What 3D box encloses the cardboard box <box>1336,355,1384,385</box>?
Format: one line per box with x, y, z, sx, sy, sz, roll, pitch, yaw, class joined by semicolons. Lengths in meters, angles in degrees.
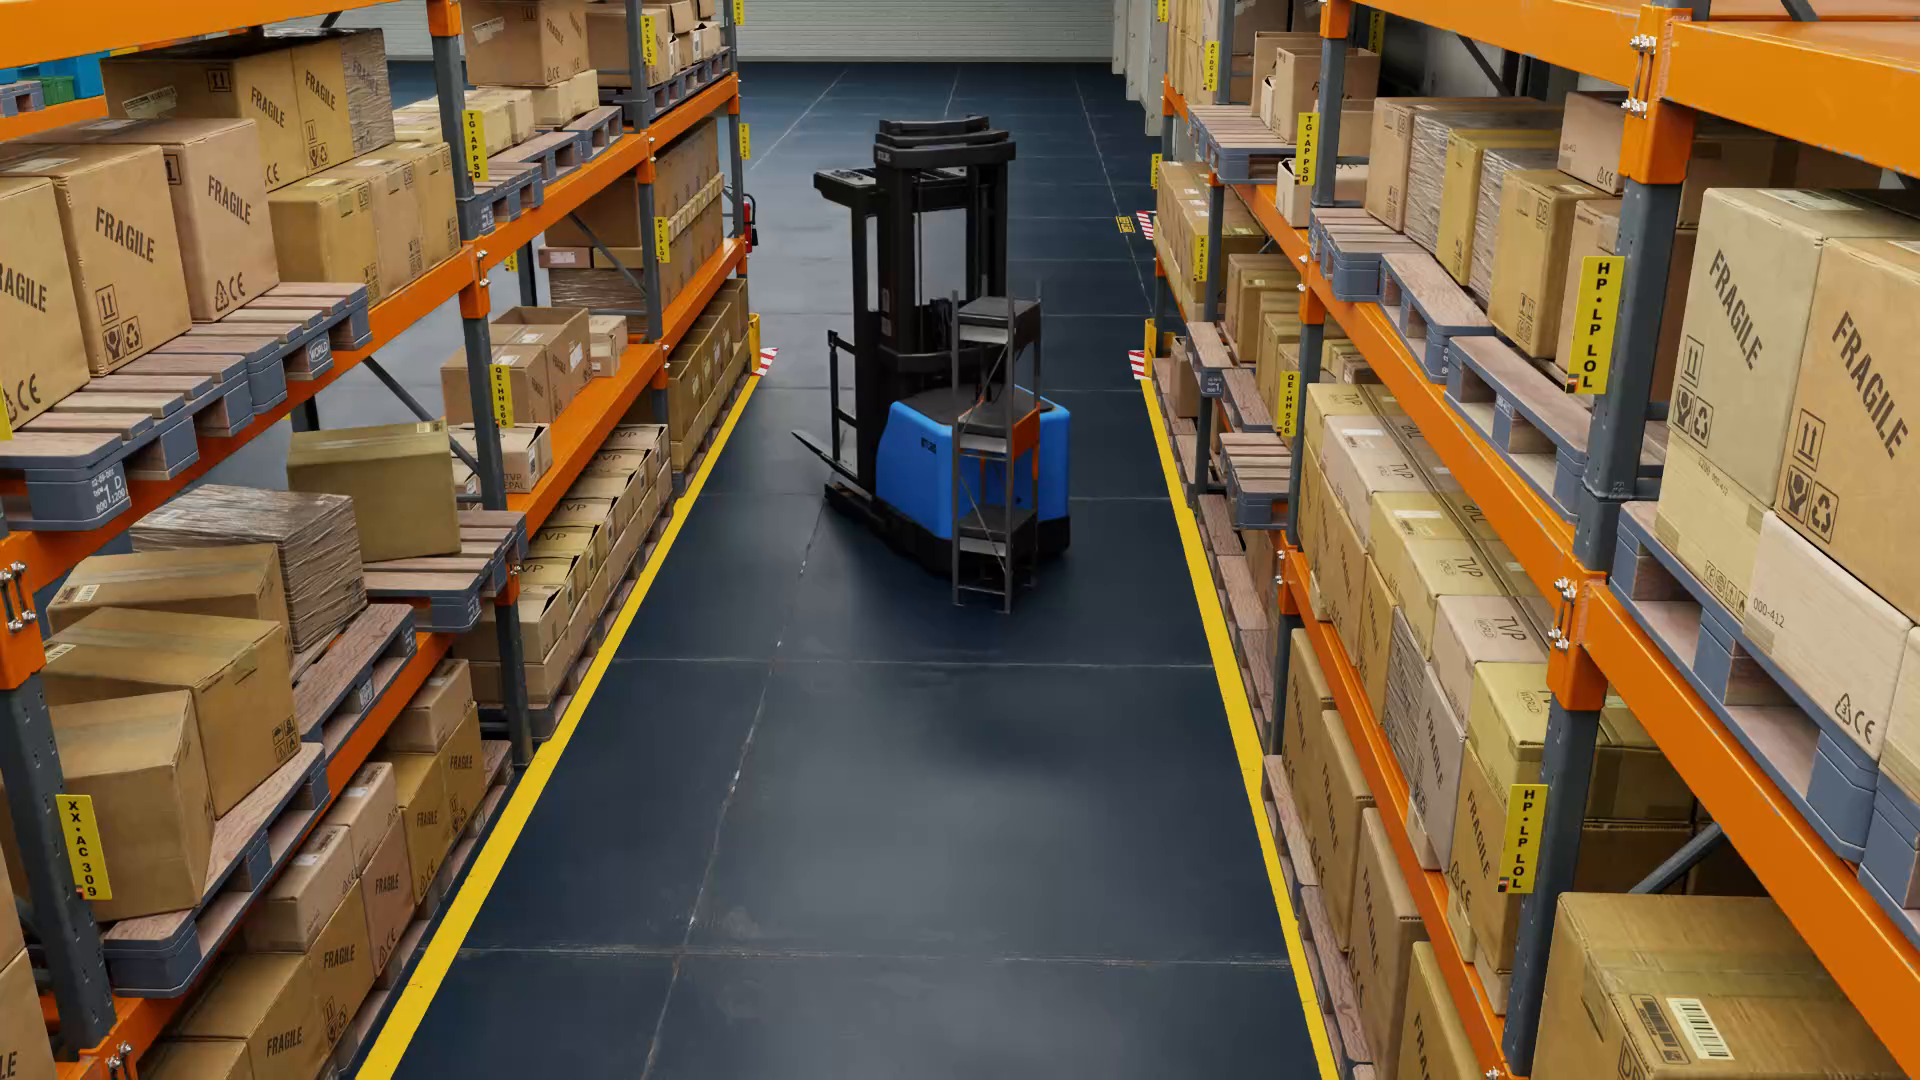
2.124;-0.834;8.388;0.380;0.149;0.250;-2;21;-5;cardboard box

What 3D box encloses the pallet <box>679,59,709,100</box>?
-2.646;-3.760;13.548;1.003;0.211;1.213;1;21;2;pallet

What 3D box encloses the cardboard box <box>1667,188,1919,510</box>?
1.720;-0.374;3.152;0.500;0.500;0.500;0;21;1;cardboard box

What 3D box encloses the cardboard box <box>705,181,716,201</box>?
-2.400;-3.122;14.894;0.380;0.149;0.250;0;21;1;cardboard box

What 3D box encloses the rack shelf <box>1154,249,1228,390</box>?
2.326;-1.989;14.002;1.077;0.370;4.000;1;21;2;rack shelf

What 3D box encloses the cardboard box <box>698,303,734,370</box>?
-2.299;-1.805;14.718;0.500;0.500;0.500;1;21;2;cardboard box

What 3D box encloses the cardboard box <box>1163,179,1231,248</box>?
2.025;-2.802;14.246;0.500;0.500;0.500;0;21;0;cardboard box

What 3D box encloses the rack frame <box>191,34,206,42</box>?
-7.516;-5.953;14.932;1.000;3.000;0.127;1;21;2;rack frame

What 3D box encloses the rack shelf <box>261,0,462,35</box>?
-2.747;-3.206;9.399;1.077;0.370;4.000;1;21;2;rack shelf

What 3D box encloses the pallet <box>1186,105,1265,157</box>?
2.140;-2.690;10.928;1.213;0.211;1.003;1;21;2;pallet

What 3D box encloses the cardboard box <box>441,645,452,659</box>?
-3.038;0.425;9.233;0.500;0.311;0.500;1;21;3;cardboard box

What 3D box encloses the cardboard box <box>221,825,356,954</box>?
-2.641;1.315;6.303;0.500;0.250;0.500;1;21;2;cardboard box

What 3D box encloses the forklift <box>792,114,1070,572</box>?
-0.374;-1.638;12.199;1.130;2.935;3.031;-11;24;-26;forklift

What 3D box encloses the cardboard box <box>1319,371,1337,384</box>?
2.148;-0.577;8.622;0.700;0.500;0.500;-2;21;-5;cardboard box

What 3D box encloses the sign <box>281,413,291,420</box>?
-3.363;-0.753;8.221;0.100;0.325;0.005;1;21;2;sign

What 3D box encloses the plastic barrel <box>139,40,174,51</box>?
-7.403;-4.774;14.864;0.600;0.830;0.708;1;21;2;plastic barrel

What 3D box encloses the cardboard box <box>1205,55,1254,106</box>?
2.033;-3.242;11.924;0.500;0.500;0.500;1;21;3;cardboard box

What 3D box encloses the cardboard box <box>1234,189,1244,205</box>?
2.533;-2.613;13.759;0.500;0.500;0.500;1;21;2;cardboard box

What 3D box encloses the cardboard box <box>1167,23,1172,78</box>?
2.127;-4.384;14.867;0.500;0.500;0.500;1;21;3;cardboard box

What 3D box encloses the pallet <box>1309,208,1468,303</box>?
2.177;-1.232;7.171;1.213;0.211;1.003;2;21;4;pallet

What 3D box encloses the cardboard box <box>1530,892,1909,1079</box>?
1.989;1.348;3.994;0.980;0.700;0.700;1;21;2;cardboard box

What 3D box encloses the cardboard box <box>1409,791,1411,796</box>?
1.809;0.905;5.868;0.380;0.149;0.250;1;21;2;cardboard box

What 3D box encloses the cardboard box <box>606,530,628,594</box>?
-2.458;0.137;10.750;0.500;0.250;0.500;1;21;3;cardboard box

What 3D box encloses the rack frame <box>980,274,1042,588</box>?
0.326;-0.685;10.892;0.400;2.100;0.015;9;23;21;rack frame

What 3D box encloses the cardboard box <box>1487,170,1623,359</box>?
2.111;-0.878;5.251;0.700;0.500;0.500;0;21;1;cardboard box

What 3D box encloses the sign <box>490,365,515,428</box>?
-2.265;-0.708;8.216;0.100;0.325;0.005;1;21;2;sign

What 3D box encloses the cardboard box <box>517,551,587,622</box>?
-2.491;0.241;9.708;0.500;0.311;0.500;0;21;0;cardboard box

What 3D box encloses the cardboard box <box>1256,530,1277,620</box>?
2.232;0.180;10.267;0.700;0.500;0.500;1;21;1;cardboard box

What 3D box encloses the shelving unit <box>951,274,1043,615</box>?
0.233;-0.603;10.681;0.431;2.100;0.503;9;23;21;shelving unit

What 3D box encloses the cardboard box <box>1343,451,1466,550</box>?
1.845;-0.163;6.687;0.500;0.250;0.500;1;21;2;cardboard box

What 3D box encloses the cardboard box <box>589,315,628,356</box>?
-2.658;-1.406;11.713;0.500;0.250;0.500;2;21;5;cardboard box

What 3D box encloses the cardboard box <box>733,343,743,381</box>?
-2.289;-1.636;15.320;0.500;0.250;0.500;1;21;2;cardboard box

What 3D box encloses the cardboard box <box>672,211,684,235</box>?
-2.449;-2.564;13.456;0.380;0.149;0.250;0;21;0;cardboard box

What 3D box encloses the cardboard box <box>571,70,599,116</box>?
-2.715;-2.956;10.980;0.500;0.250;0.500;3;21;7;cardboard box

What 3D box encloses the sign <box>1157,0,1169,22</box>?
1.844;-4.859;15.051;0.100;0.325;0.005;1;21;2;sign

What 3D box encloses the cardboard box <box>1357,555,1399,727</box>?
1.823;0.380;6.325;0.500;0.500;0.500;1;21;3;cardboard box

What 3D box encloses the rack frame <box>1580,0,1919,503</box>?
2.022;-1.505;3.469;1.000;3.000;0.127;1;21;2;rack frame

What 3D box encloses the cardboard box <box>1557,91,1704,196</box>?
2.181;-1.225;5.109;0.500;0.250;0.500;0;21;0;cardboard box

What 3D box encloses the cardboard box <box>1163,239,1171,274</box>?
2.032;-2.442;14.355;0.500;0.250;0.500;0;21;1;cardboard box

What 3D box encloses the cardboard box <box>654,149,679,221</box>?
-2.649;-2.830;13.244;0.700;0.500;0.500;1;21;2;cardboard box

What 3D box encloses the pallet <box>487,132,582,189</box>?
-2.846;-2.169;9.587;1.003;0.211;1.213;2;21;4;pallet

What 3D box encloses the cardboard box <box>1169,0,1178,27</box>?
2.067;-4.650;14.173;0.500;0.500;0.500;0;21;1;cardboard box

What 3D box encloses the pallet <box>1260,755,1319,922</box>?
2.044;1.429;8.053;1.003;0.211;1.213;1;21;2;pallet

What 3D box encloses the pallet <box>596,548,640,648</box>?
-2.704;0.355;10.822;1.003;0.211;1.213;1;21;2;pallet

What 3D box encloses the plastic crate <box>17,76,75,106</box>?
-7.317;-3.577;13.248;0.336;0.188;0.450;1;21;2;plastic crate

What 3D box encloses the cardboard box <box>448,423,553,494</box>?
-2.587;-0.488;9.262;0.500;0.311;0.500;0;21;1;cardboard box

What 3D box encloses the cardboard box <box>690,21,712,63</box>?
-2.353;-4.098;13.646;0.500;0.311;0.500;3;21;8;cardboard box

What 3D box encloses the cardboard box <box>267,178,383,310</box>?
-2.819;-1.122;6.490;0.910;0.500;0.500;1;21;2;cardboard box

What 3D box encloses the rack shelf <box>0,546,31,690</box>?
-2.991;0.898;2.415;1.077;0.370;4.000;1;21;2;rack shelf

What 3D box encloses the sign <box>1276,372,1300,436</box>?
1.601;-0.660;8.093;0.100;0.325;0.005;1;21;2;sign

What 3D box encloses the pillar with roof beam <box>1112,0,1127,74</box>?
-0.160;-16.476;42.052;9.100;9.000;0.400;1;21;2;pillar with roof beam

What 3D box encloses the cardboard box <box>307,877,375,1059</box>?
-2.644;1.653;6.470;0.500;0.500;0.500;1;21;2;cardboard box

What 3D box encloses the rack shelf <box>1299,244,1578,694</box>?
2.083;-0.495;6.005;1.077;0.370;4.000;1;21;2;rack shelf

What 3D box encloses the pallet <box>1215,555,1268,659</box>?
2.209;0.423;10.648;1.003;0.211;1.213;1;21;2;pallet

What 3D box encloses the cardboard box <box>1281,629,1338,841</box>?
1.990;0.916;7.913;0.750;0.750;0.750;0;21;1;cardboard box

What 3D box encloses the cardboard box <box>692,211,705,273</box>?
-2.624;-2.609;14.468;0.700;0.500;0.500;1;21;2;cardboard box
